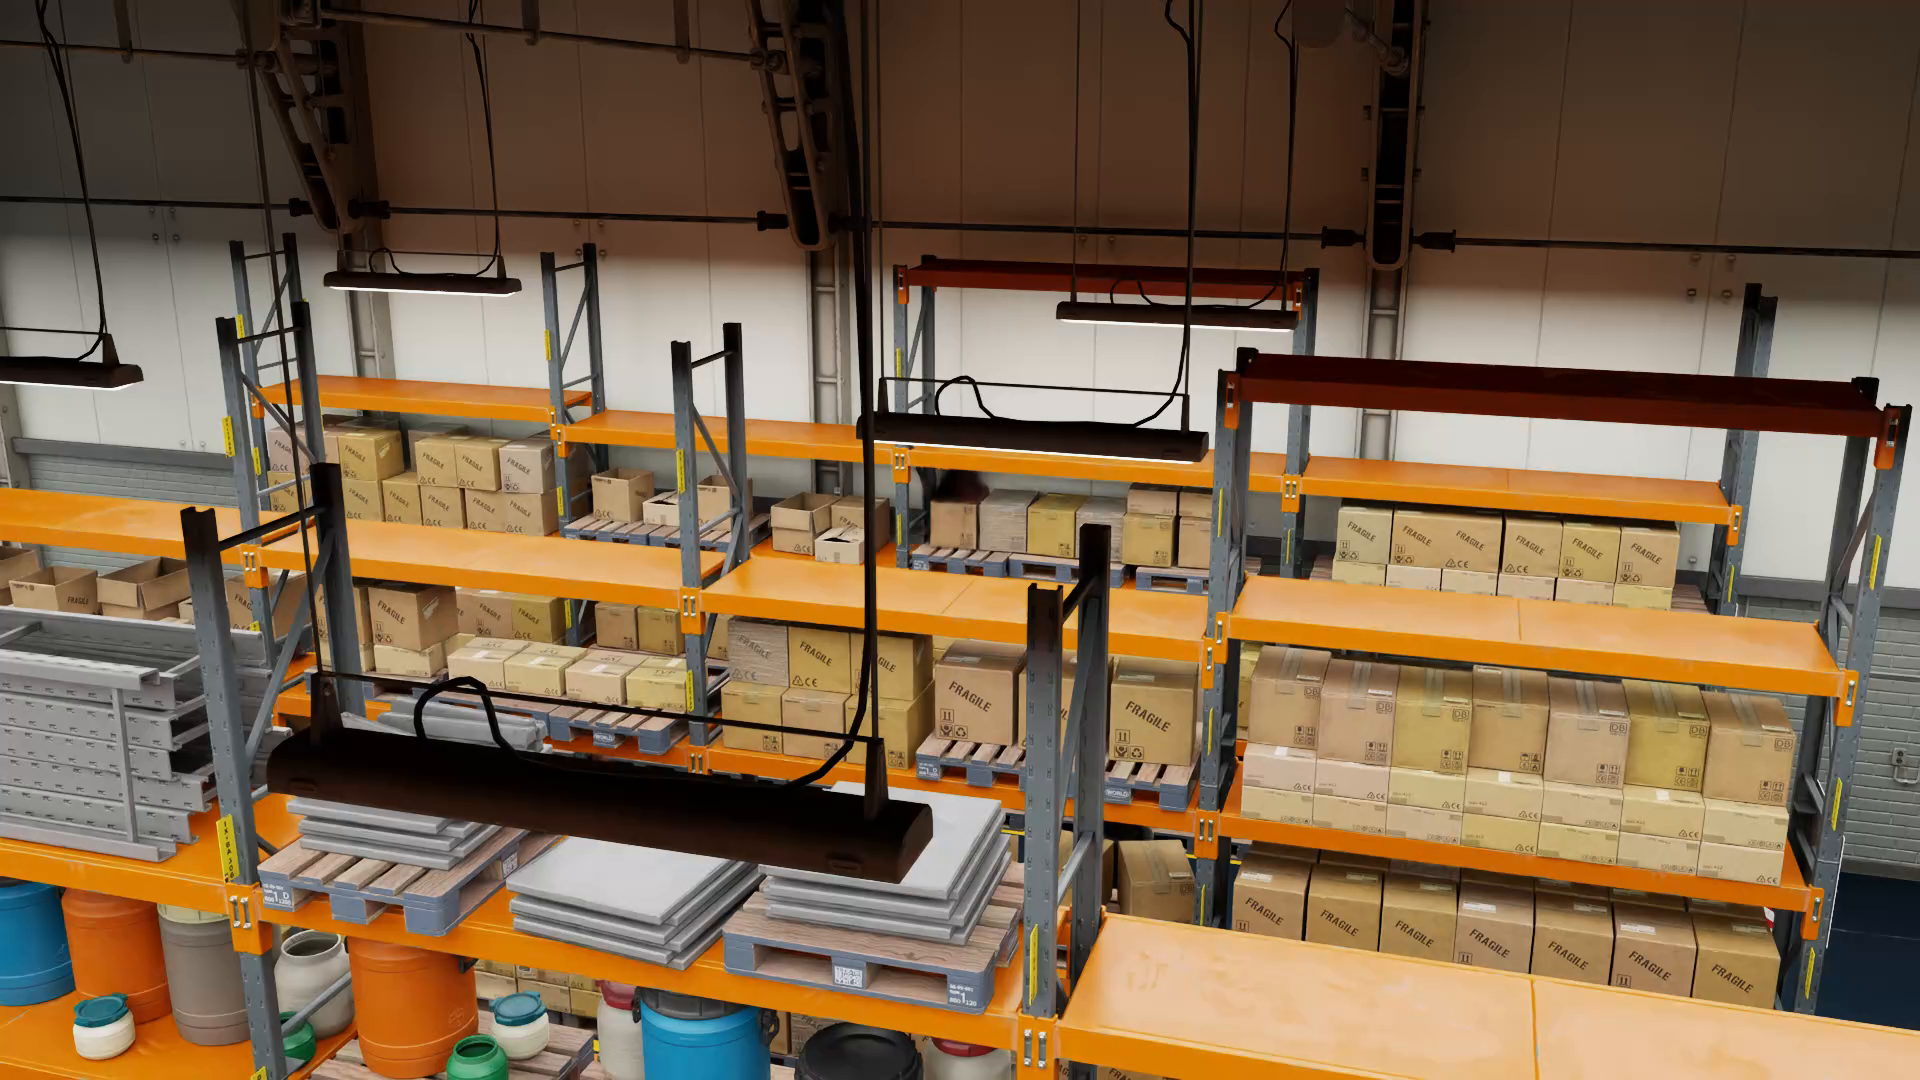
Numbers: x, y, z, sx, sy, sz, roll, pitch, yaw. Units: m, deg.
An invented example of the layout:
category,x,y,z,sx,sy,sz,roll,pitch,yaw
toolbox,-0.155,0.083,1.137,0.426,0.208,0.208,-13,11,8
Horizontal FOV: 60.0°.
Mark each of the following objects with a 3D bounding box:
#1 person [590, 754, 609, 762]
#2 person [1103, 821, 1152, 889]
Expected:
category,x,y,z,sx,sy,sz,roll,pitch,yaw
person,-3.408,2.703,16.204,0.597,1.760,0.470,2,16,7
person,1.511,2.766,15.339,0.544,1.732,0.404,7,17,22
